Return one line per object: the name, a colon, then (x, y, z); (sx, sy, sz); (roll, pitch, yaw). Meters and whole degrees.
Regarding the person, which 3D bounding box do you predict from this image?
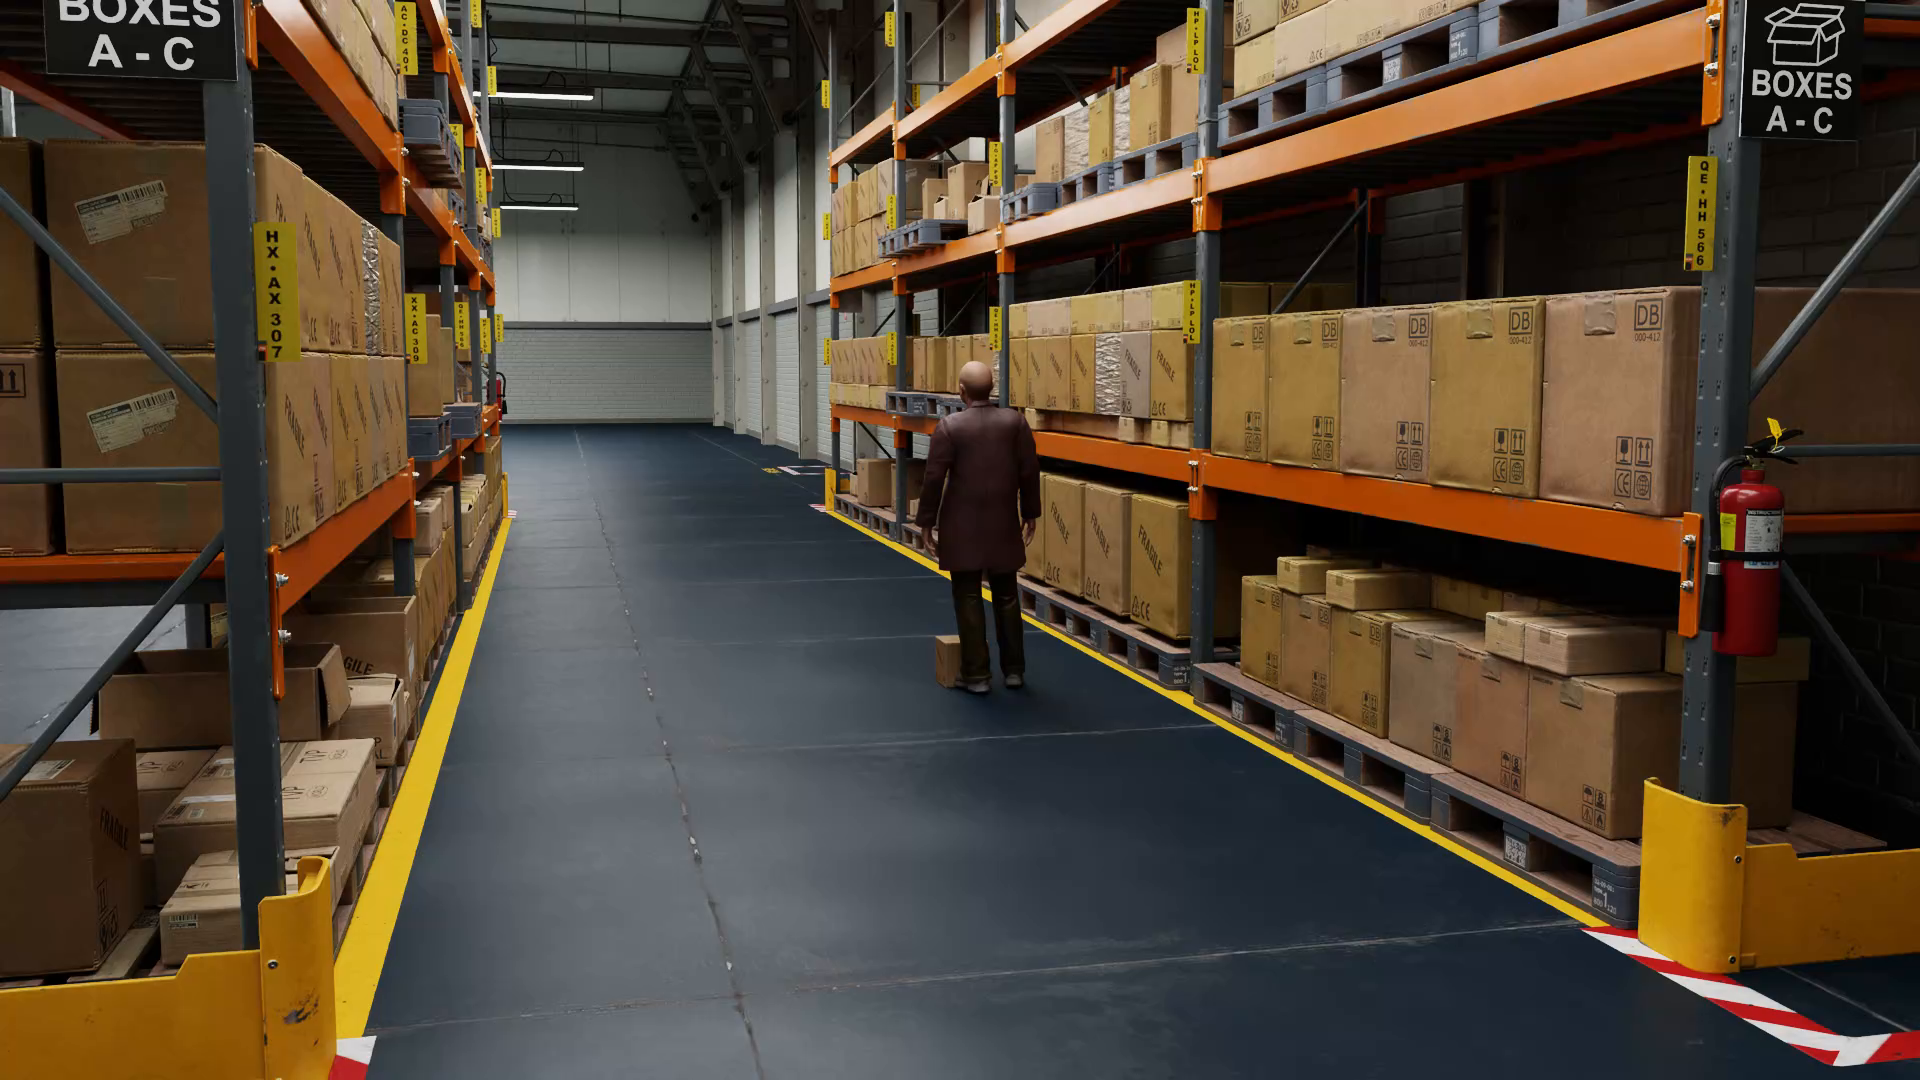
person: (0.083, -0.076, 9.018); (0.698, 1.779, 0.579); (-1, 6, -13)
